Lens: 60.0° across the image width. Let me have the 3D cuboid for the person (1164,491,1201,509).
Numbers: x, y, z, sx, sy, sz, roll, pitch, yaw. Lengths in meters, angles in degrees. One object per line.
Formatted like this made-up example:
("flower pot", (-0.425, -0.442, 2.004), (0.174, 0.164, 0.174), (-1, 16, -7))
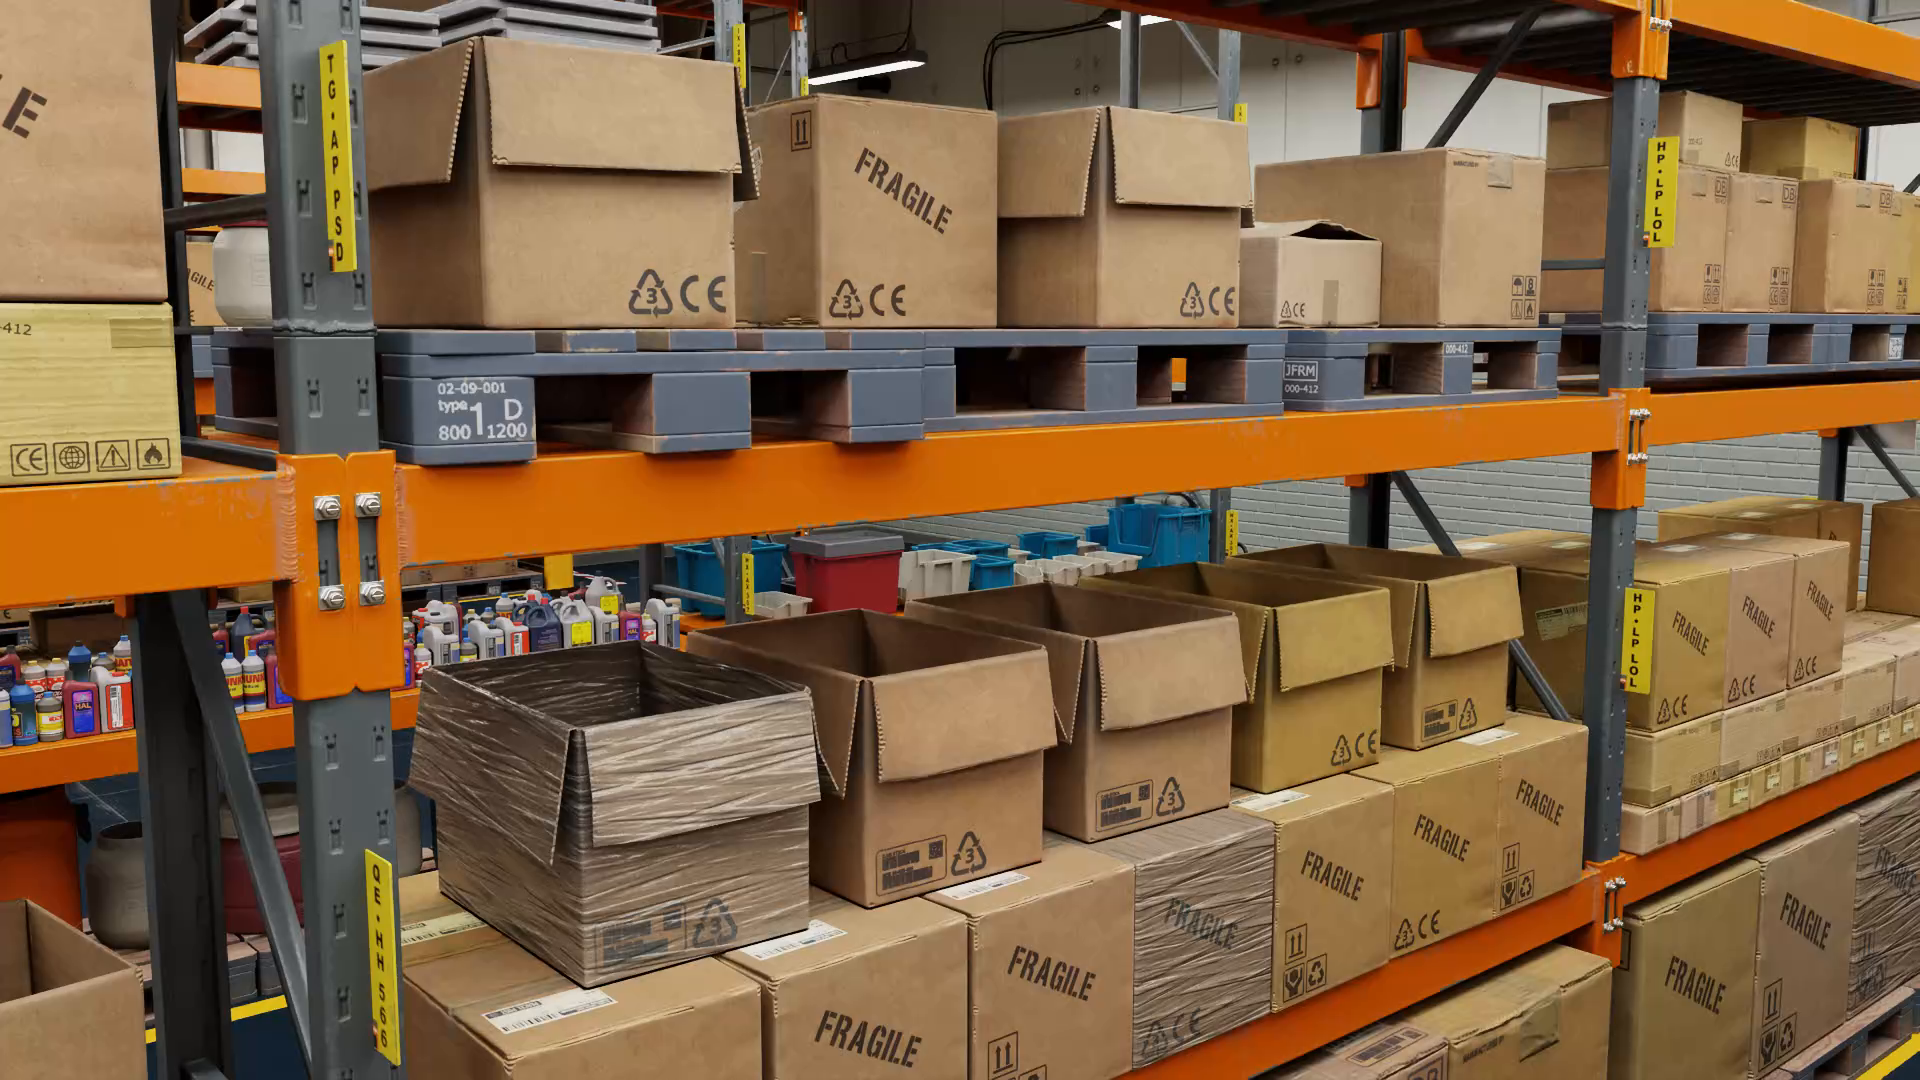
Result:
("person", (2.135, 0.165, 15.693), (0.498, 1.786, 0.539), (2, 8, 18))
